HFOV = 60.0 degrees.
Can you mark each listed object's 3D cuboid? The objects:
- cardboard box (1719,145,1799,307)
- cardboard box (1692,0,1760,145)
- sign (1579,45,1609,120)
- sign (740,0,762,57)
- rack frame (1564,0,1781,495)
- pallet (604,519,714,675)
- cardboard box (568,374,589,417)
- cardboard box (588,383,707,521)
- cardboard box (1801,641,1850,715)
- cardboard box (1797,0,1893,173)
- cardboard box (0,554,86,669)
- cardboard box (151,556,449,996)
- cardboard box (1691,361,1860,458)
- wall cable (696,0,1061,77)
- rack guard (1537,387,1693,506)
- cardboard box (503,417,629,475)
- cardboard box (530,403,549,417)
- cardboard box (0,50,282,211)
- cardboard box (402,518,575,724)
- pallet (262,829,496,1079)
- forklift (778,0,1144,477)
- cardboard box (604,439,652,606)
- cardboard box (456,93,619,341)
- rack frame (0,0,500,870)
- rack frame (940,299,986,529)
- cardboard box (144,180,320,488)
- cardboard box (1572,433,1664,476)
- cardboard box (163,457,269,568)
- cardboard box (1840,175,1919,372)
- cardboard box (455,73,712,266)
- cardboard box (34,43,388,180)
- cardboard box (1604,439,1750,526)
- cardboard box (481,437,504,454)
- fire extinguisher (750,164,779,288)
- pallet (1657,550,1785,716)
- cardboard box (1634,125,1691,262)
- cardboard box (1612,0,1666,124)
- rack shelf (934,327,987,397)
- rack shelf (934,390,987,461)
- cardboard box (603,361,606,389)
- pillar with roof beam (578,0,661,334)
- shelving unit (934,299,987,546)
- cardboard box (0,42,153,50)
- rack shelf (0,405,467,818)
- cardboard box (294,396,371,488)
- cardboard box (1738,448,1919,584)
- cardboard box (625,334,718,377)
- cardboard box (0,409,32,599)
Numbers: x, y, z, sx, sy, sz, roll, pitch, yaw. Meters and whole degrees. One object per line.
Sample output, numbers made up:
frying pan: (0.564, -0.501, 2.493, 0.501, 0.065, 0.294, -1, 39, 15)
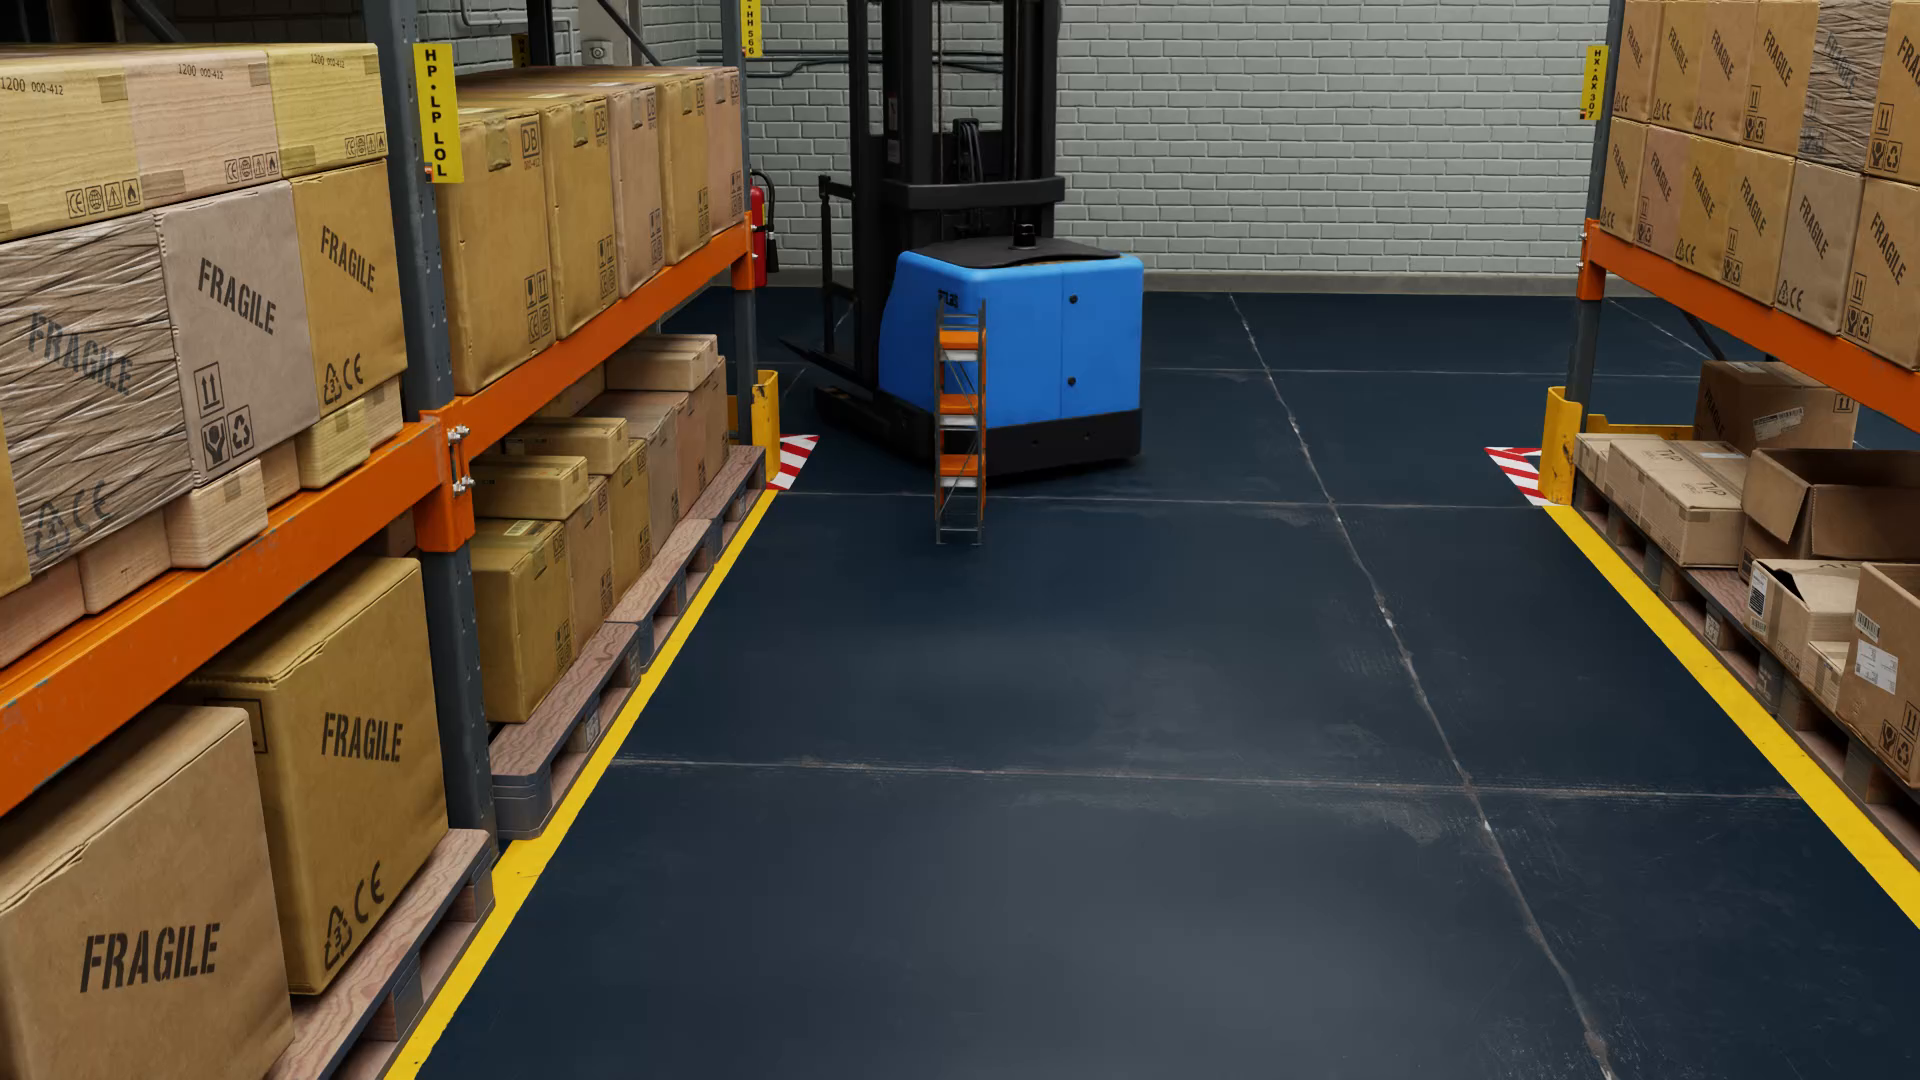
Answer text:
cardboard box: (3.024, -1.100, 5.801, 0.500, 0.500, 0.500, 2, 18, 5)
cardboard box: (3.062, -1.728, 6.114, 0.500, 0.500, 0.500, 2, 18, 5)
sign: (2.886, -2.079, 7.560, 0.100, 0.325, 0.005, 1, 18, 4)
sign: (-0.974, -2.411, 7.725, 0.100, 0.325, 0.005, 1, 18, 4)
rack frame: (3.427, -1.655, 7.658, 1.000, 3.000, 0.127, 1, 18, 4)
pallet: (-1.583, 0.188, 6.510, 1.003, 0.211, 1.213, 1, 18, 4)
cardboard box: (-1.726, -0.594, 6.718, 0.380, 0.149, 0.250, 2, 18, 5)
cardboard box: (-1.500, -0.402, 7.171, 0.700, 0.500, 0.500, 1, 18, 4)
cardboard box: (2.865, 0.431, 5.161, 0.380, 0.149, 0.250, 1, 18, 4)
cardboard box: (2.989, -1.414, 5.156, 0.500, 0.500, 0.500, 1, 18, 4)
cardboard box: (-1.677, 0.092, 2.696, 0.380, 0.149, 0.250, 1, 18, 2)
cardboard box: (-1.718, 0.504, 3.845, 0.750, 0.750, 0.750, 1, 18, 5)
cardboard box: (3.634, -0.502, 7.447, 0.500, 0.500, 0.500, 1, 18, 4)
wall cable: (-0.752, -4.889, 12.878, 3.097, 2.526, 0.112, 1, 18, 4)
rack guard: (3.422, -0.444, 7.975, 1.175, 0.500, 0.348, 1, 18, 4)
cardboard box: (-1.401, -0.337, 5.932, 0.380, 0.149, 0.250, 1, 18, 2)
cardboard box: (-1.763, -0.436, 6.235, 0.380, 0.149, 0.250, 1, 18, 3)
cardboard box: (-1.625, -0.768, 3.075, 0.500, 0.250, 0.500, 2, 18, 5)
cardboard box: (-1.645, 0.236, 5.226, 0.700, 0.500, 0.500, 2, 18, 5)
pallet: (-1.781, 1.044, 3.898, 1.003, 0.211, 1.213, 1, 18, 4)
forklift: (-0.186, -2.113, 9.164, 1.130, 2.935, 3.031, -9, 20, -26)
cardboard box: (-1.567, -0.080, 6.189, 0.700, 0.500, 0.500, 2, 18, 5)
cardboard box: (-1.688, -1.060, 5.358, 0.980, 0.700, 0.700, 1, 18, 3)
rack frame: (-1.801, -0.523, 4.201, 1.000, 3.000, 0.127, 1, 18, 4)
rack frame: (0.013, -0.553, 7.426, 0.200, 1.050, 0.008, 1, 18, 4)
cardboard box: (-1.609, -0.413, 3.197, 0.500, 0.500, 0.500, 1, 18, 4)
cardboard box: (3.054, -0.387, 7.660, 0.380, 0.149, 0.250, 1, 18, 4)
cardboard box: (-1.561, -0.060, 3.159, 0.380, 0.149, 0.250, 1, 18, 4)
cardboard box: (2.956, -0.782, 4.831, 0.500, 0.500, 0.500, 2, 18, 5)
cardboard box: (-1.582, -1.523, 6.771, 0.980, 0.700, 0.700, 1, 18, 3)
cardboard box: (-1.579, -0.927, 3.559, 0.500, 0.250, 0.500, 2, 18, 5)
cardboard box: (3.069, -0.240, 7.048, 0.500, 0.250, 0.500, 1, 18, 4)
cardboard box: (-1.799, -0.277, 5.751, 0.380, 0.149, 0.250, 1, 18, 2)
fire extinguisher: (-1.043, -1.587, 8.174, 0.296, 0.674, 0.183, 1, 18, 4)
pallet: (3.276, 0.319, 6.111, 1.003, 0.211, 1.213, 1, 18, 4)
cardboard box: (3.101, -1.411, 6.750, 0.500, 0.500, 0.500, 1, 18, 3)
cardboard box: (3.132, -2.046, 7.084, 0.500, 0.500, 0.500, 2, 18, 6)
rack shelf: (0.004, -0.775, 7.225, 0.215, 0.259, 0.240, 1, 18, 4)
rack shelf: (0.004, -0.505, 7.314, 0.215, 0.259, 0.240, 1, 18, 4)
cardboard box: (-1.690, -0.751, 7.196, 0.380, 0.149, 0.250, 1, 18, 4)
pillar with roof beam: (2.111, -5.378, 9.383, 9.100, 9.000, 0.400, 1, 18, 4)
shelving unit: (0.004, -0.516, 7.310, 0.215, 1.050, 0.252, 1, 18, 4)
cardboard box: (-2.094, -0.940, 3.601, 0.500, 0.250, 0.500, 2, 18, 6)
rack shelf: (-1.944, 0.440, 2.417, 1.077, 0.370, 4.000, 1, 18, 4)
cardboard box: (-1.537, -0.222, 3.656, 0.380, 0.149, 0.250, 2, 18, 5)
cardboard box: (3.270, -0.020, 5.968, 0.797, 0.503, 0.637, 1, 18, 4)
cardboard box: (-1.292, -0.821, 7.410, 0.380, 0.149, 0.250, 1, 18, 3)
cardboard box: (-1.684, -0.102, 2.247, 0.500, 0.500, 0.500, 2, 18, 5)
